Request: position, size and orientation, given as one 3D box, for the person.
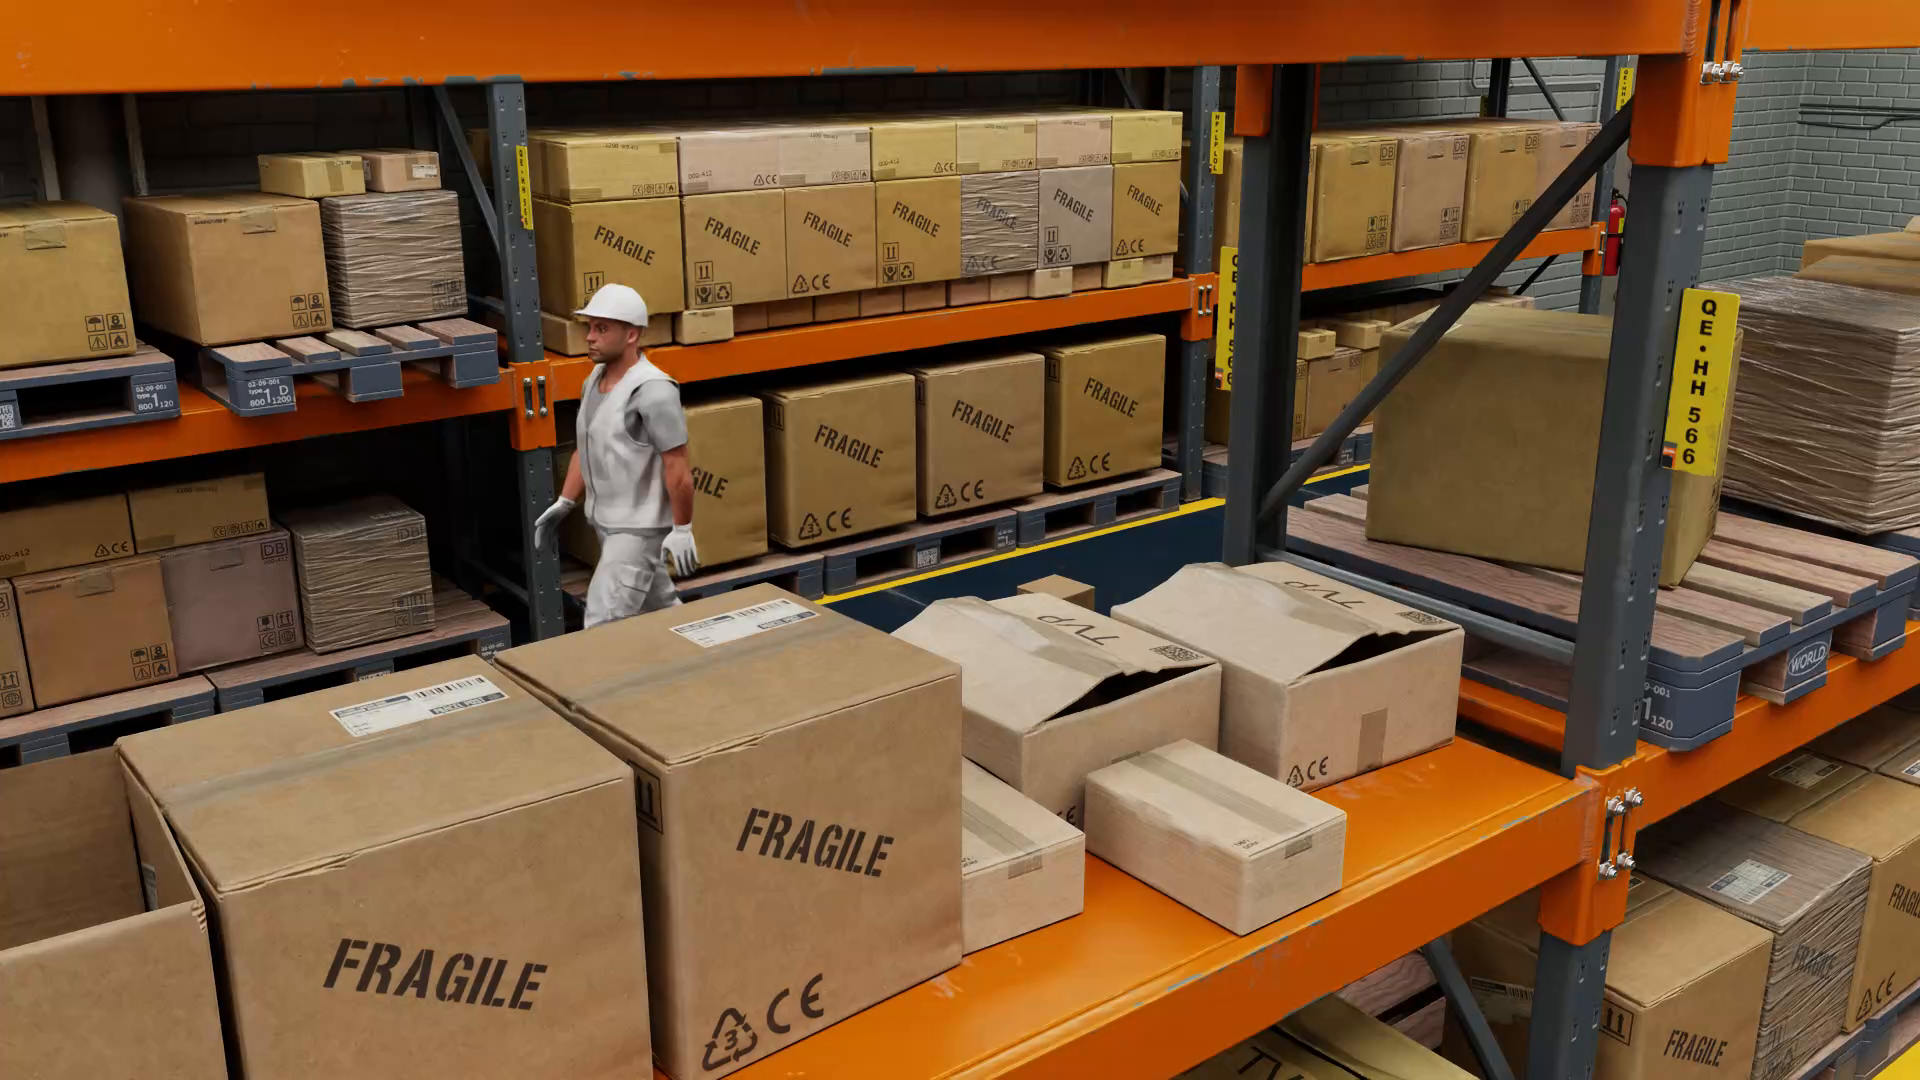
[{"bbox_3d":[-1.291,-0.037,6.104,0.865,1.787,0.542,-12,21,-34],"label":"person"}]
